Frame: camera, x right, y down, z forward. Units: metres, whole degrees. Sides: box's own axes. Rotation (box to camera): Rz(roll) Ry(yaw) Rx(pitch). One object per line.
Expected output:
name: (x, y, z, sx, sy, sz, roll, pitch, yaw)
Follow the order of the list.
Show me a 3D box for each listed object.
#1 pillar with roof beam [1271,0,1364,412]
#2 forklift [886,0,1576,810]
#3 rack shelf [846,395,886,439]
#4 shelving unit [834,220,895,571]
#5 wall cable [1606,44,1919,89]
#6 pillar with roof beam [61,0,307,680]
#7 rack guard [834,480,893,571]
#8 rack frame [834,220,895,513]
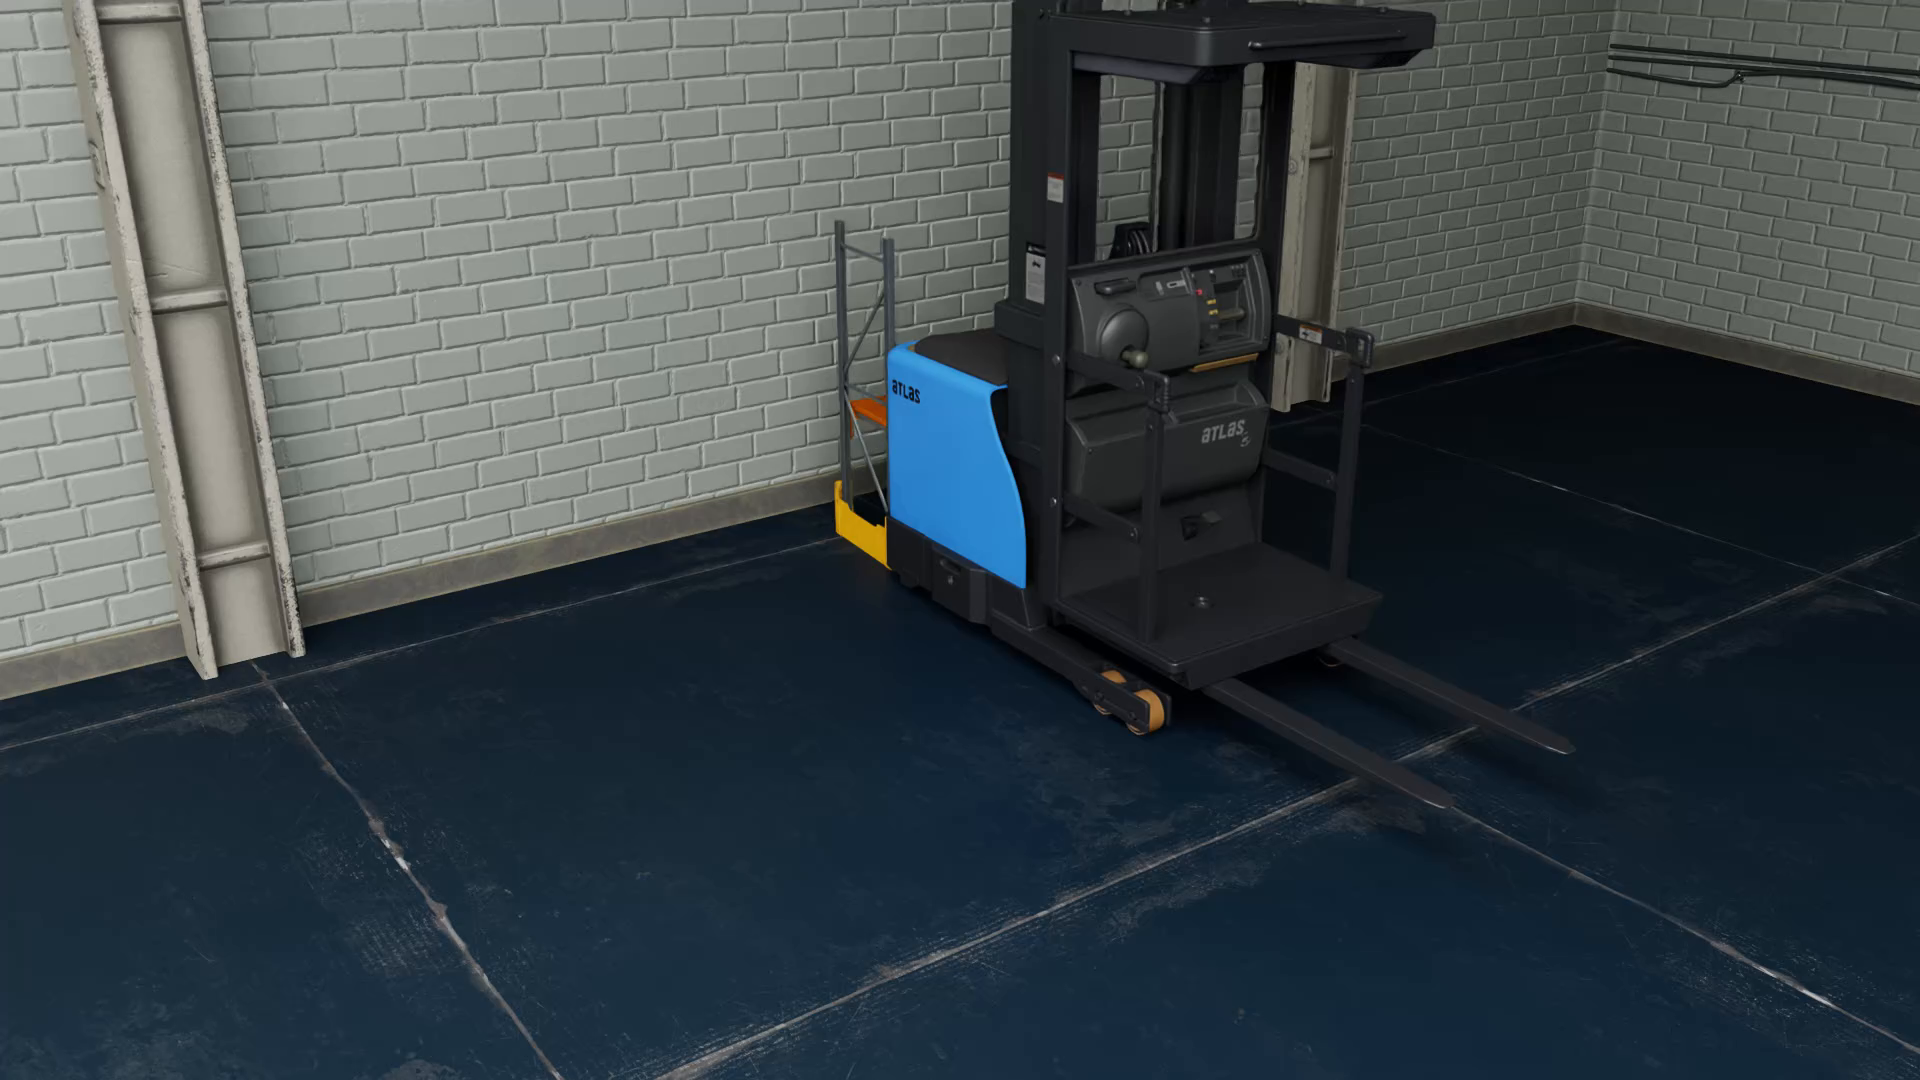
pillar with roof beam: (4.490, -3.723, 5.084, 0.400, 9.000, 9.100, -15, 26, -33)
forklift: (0.924, -0.847, 6.065, 1.130, 2.935, 3.031, -14, 26, -32)
rack shelf: (0.016, -0.584, 7.821, 1.000, 0.185, 0.538, -12, 25, -28)
shelving unit: (0.008, -0.749, 7.750, 1.083, 1.500, 0.587, -12, 25, -28)
wall cable: (5.139, -3.816, 9.507, 0.112, 2.526, 3.097, -15, 26, -33)
pillar with roof beam: (-0.381, -2.424, 1.830, 0.400, 9.000, 9.100, -15, 26, -33)
rack guard: (-0.419, -0.074, 7.744, 0.087, 0.250, 0.587, -12, 25, -28)
rack frame: (-0.420, -0.654, 7.512, 0.032, 1.500, 0.500, -12, 25, -28)
